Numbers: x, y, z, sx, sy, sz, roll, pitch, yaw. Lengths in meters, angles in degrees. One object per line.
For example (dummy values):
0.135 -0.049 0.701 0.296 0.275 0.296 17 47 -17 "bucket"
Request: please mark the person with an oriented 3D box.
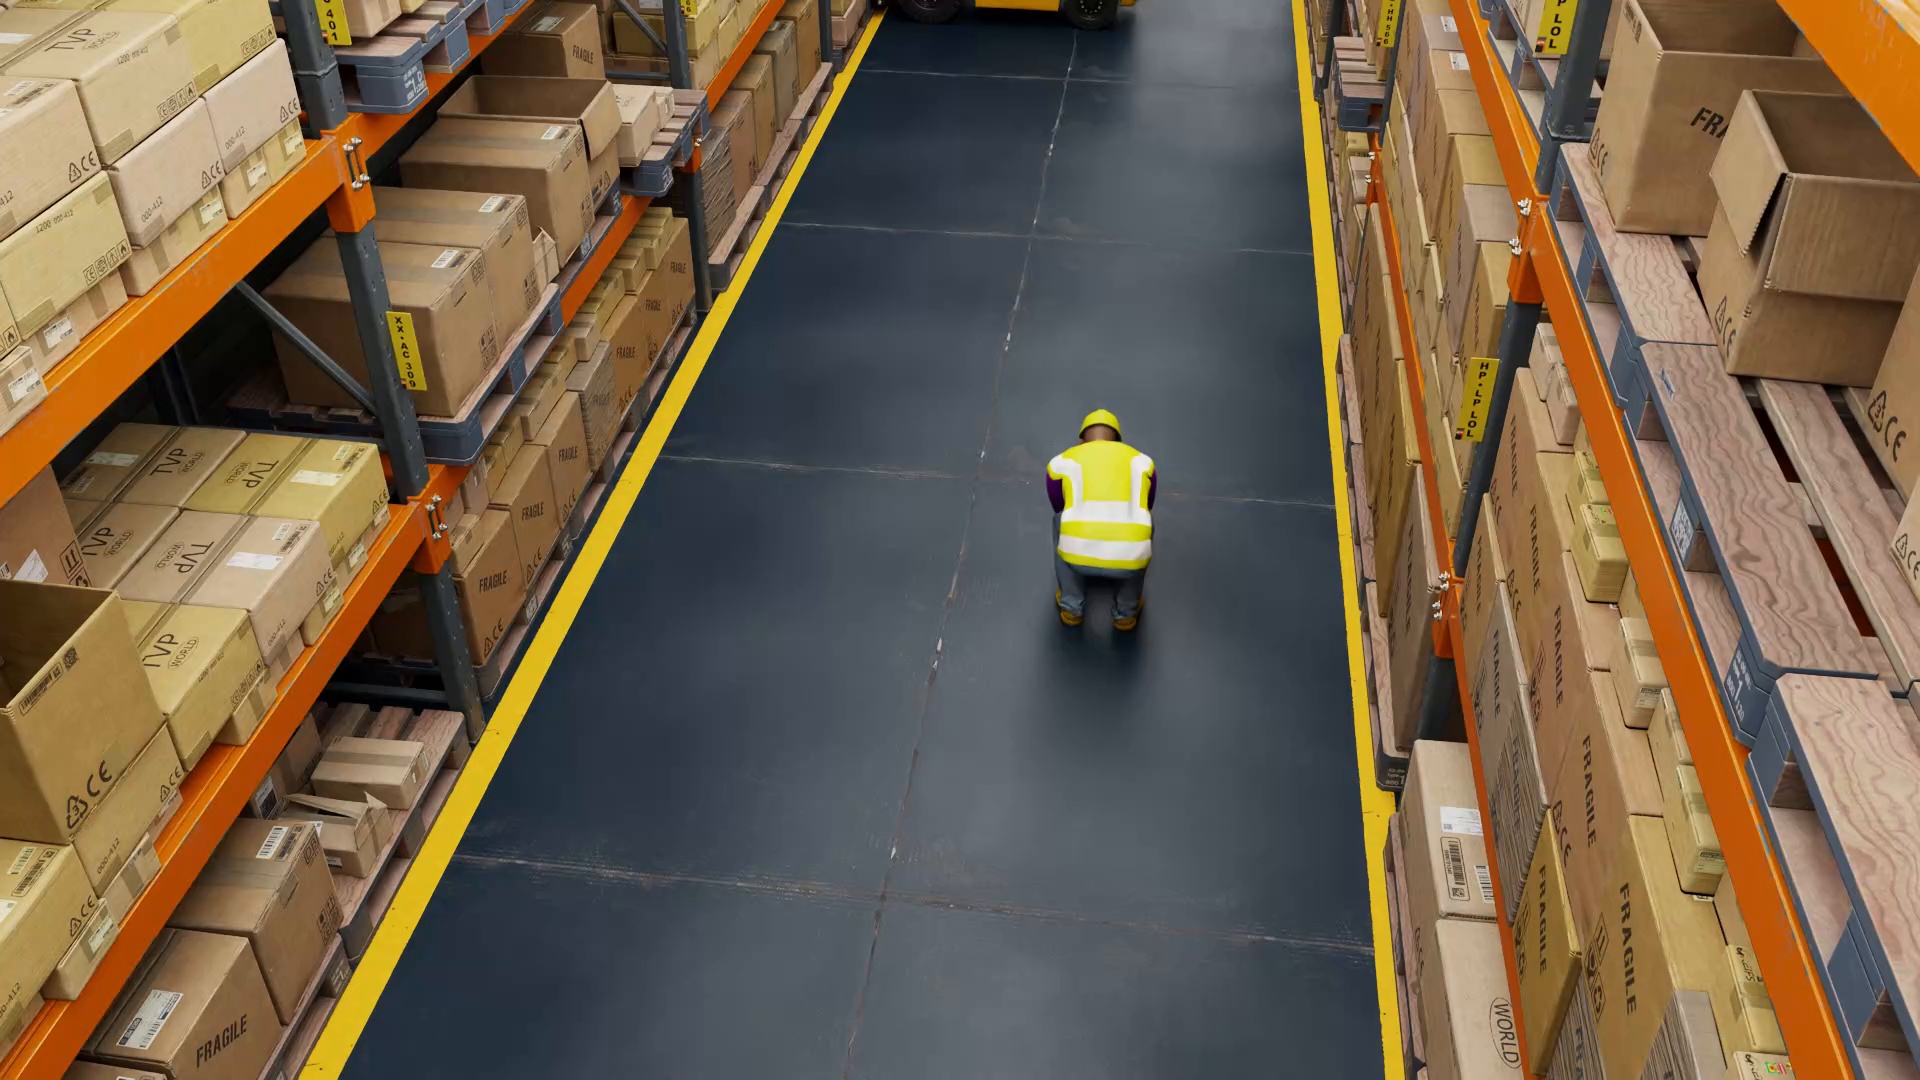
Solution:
0.666 -0.067 7.966 0.530 0.811 0.959 4 36 5 "person"
